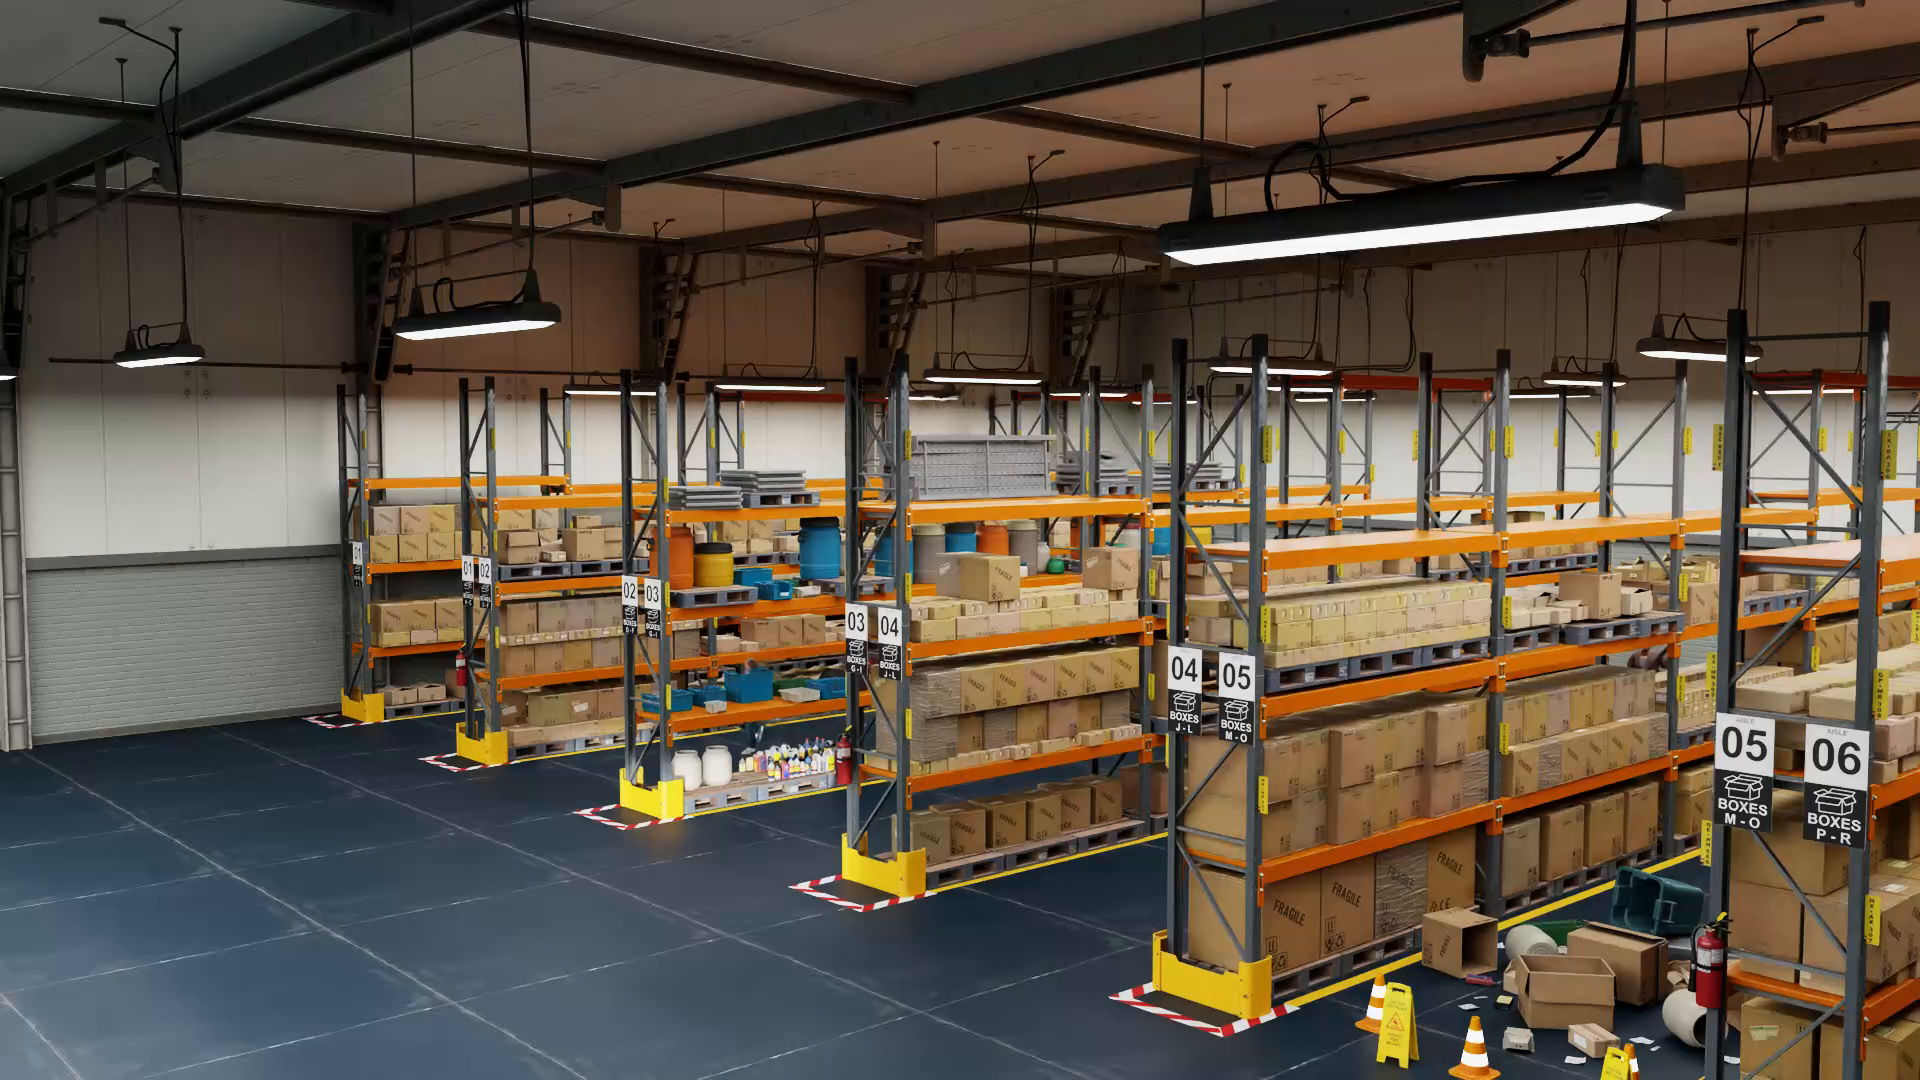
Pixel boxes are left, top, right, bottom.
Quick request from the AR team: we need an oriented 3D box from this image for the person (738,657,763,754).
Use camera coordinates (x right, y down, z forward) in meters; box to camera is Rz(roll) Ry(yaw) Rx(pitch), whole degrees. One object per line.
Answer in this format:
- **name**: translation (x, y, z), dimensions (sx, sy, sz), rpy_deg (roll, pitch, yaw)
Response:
- **person**: translation (-3.315, 2.655, 26.660), dimensions (0.552, 1.545, 0.529), rpy_deg (3, 5, 36)

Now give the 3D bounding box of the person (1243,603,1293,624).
- **person**: translation (10.496, 2.191, 17.855), dimensions (7.512, 3.601, 15.151), rpy_deg (4, 5, 44)

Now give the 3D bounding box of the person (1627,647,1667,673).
- **person**: translation (11.506, 2.586, 27.816), dimensions (0.750, 1.541, 0.737), rpy_deg (3, 5, 42)
